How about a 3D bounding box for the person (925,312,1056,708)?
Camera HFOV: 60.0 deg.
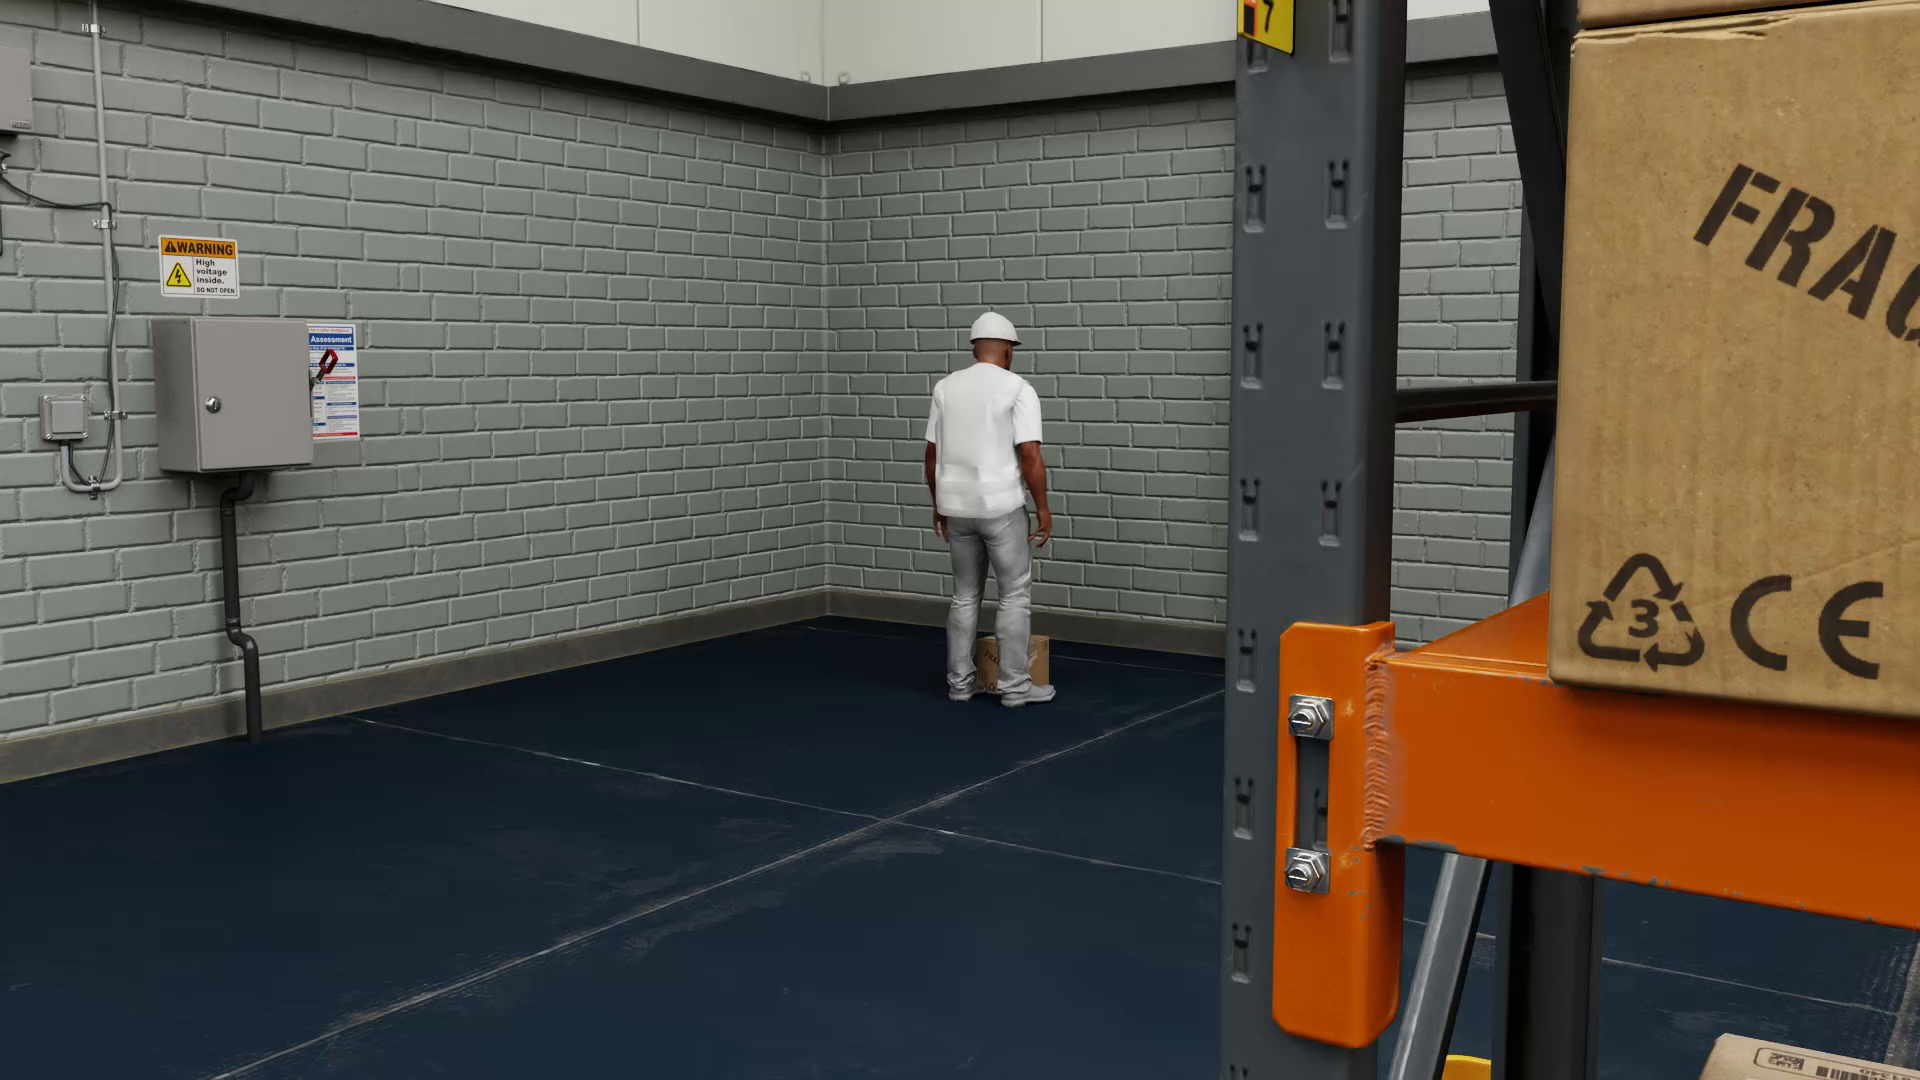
[{"bbox_3d":[0.135,-0.145,7.522,0.625,1.760,0.461,4,7,33],"label":"person"}]
